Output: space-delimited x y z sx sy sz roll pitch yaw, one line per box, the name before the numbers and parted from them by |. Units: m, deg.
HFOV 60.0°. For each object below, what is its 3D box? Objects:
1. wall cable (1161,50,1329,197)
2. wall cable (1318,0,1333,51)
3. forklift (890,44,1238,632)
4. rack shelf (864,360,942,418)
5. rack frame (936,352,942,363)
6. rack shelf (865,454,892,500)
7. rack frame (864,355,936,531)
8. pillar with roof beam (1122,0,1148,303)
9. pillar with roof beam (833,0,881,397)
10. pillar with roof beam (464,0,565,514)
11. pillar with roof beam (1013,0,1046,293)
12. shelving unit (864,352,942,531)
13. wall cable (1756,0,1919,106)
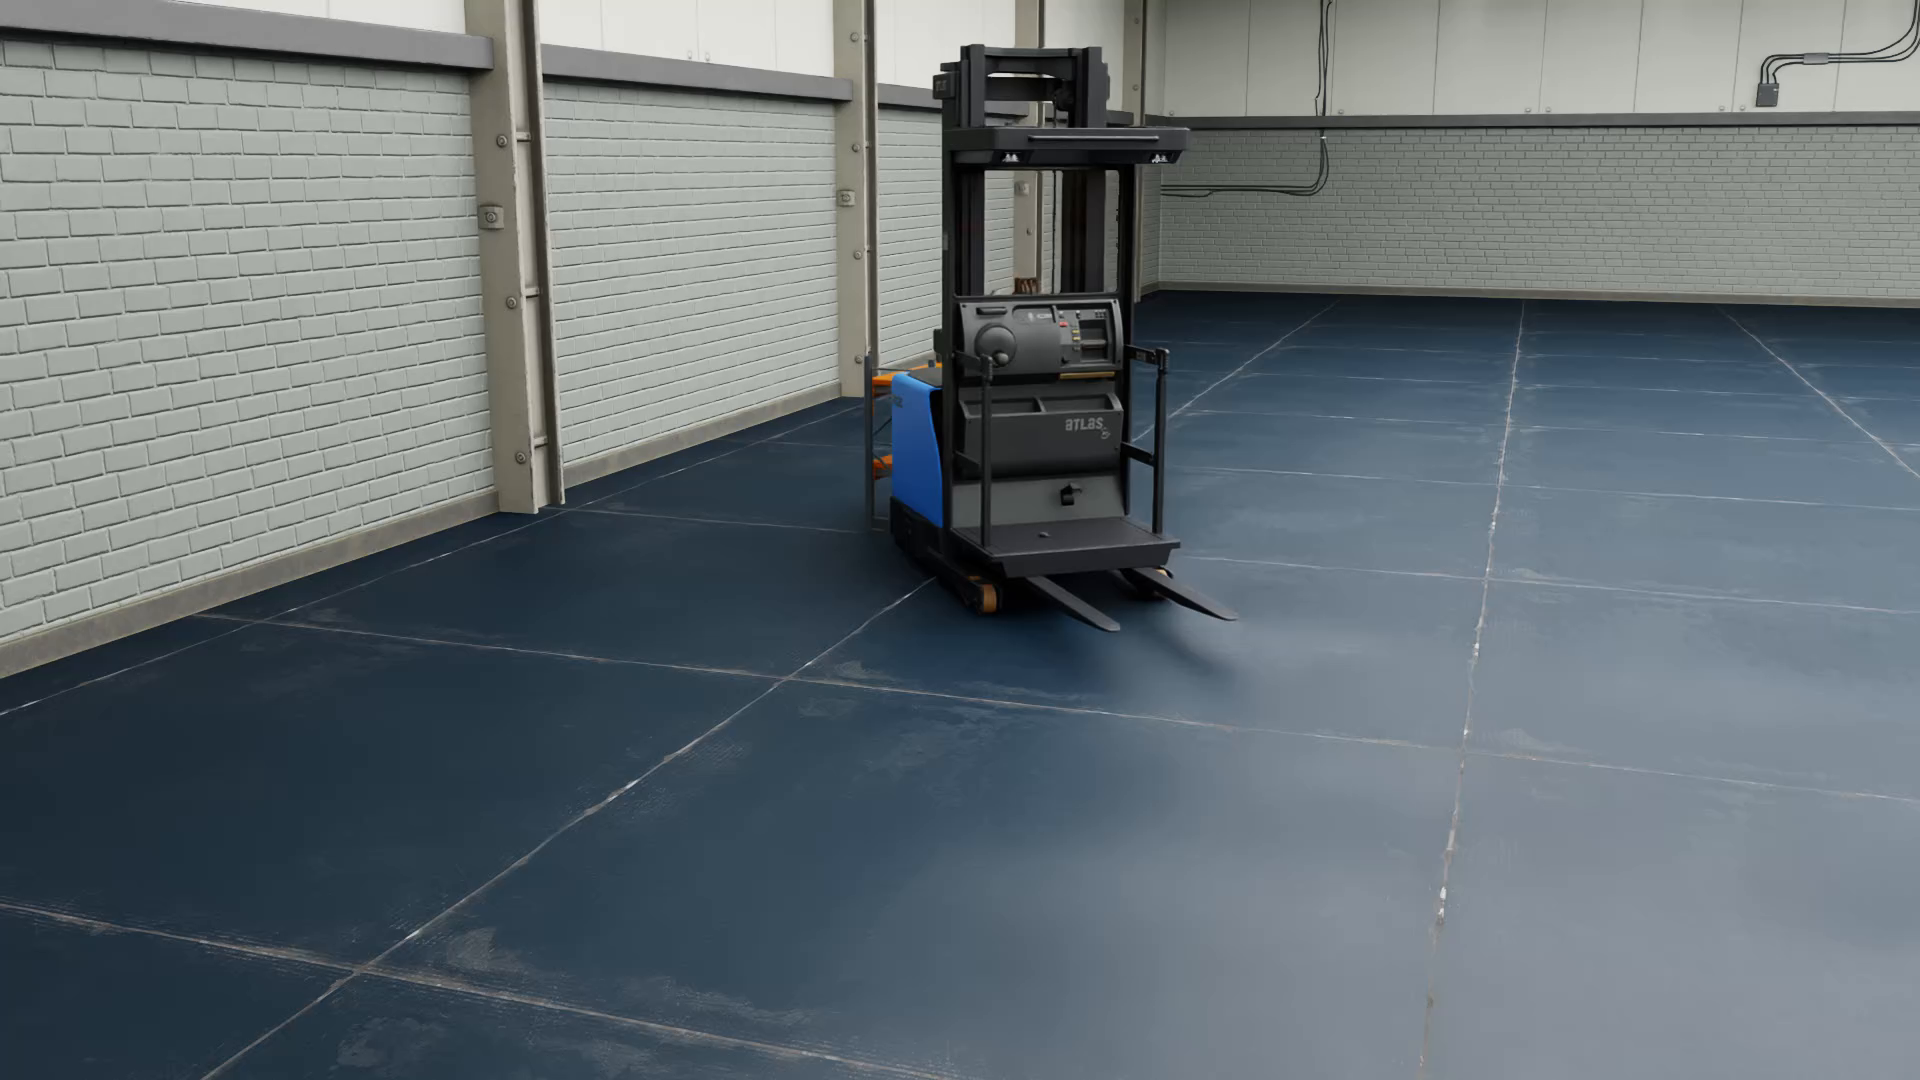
wall cable | 5.062 -7.418 29.742 3.097 2.526 0.112 4 14 18
wall cable | 7.621 -9.685 28.327 3.097 2.526 0.112 4 14 18
forklift | 0.518 -1.136 8.878 1.130 2.935 3.031 -4 14 -18
rack shelf | -0.157 -0.985 10.961 0.538 0.278 1.000 6 14 25
rack frame | 0.065 -0.802 11.472 0.500 1.125 0.032 6 14 25
rack shelf | -0.157 -0.461 11.081 0.538 0.278 1.000 6 14 25
rack frame | -0.378 -0.598 10.580 0.500 1.125 0.032 6 14 25
pillar with roof beam | 6.931 -8.097 25.738 9.100 9.000 0.400 4 14 18
pillar with roof beam | 3.048 -5.570 14.668 9.100 9.000 0.400 4 14 18
pillar with roof beam | 1.107 -4.307 9.133 9.100 9.000 0.400 4 14 18
pillar with roof beam | 4.989 -6.833 20.203 9.100 9.000 0.400 4 14 18
shelving unit | -0.157 -0.700 11.026 0.538 1.125 1.048 6 14 25
wall cable | 14.039 -9.903 26.009 2.305 6.003 0.169 4 14 18
